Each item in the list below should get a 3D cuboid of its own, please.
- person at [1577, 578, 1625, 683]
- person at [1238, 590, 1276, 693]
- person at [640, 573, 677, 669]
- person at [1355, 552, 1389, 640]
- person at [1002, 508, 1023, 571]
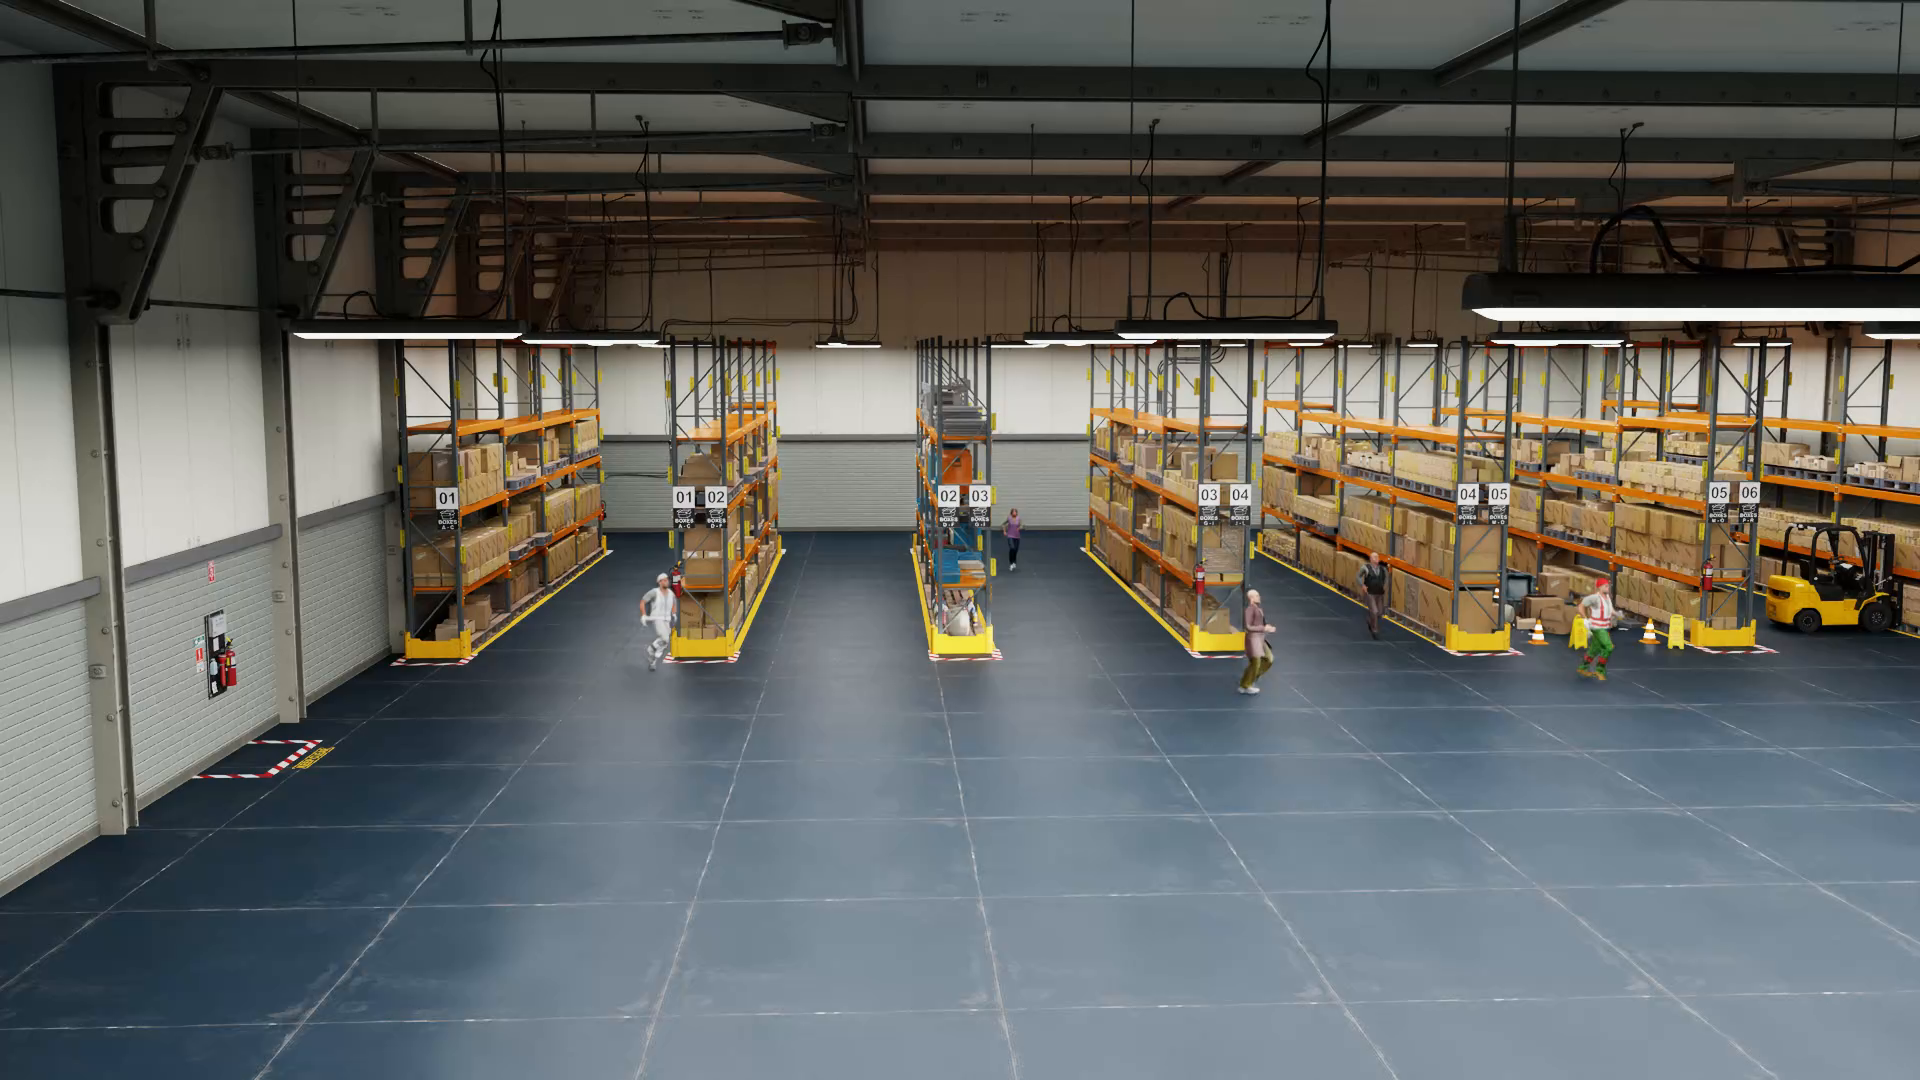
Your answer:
[{"bbox_3d":[11.142,1.568,28.926,0.768,1.834,0.637,6,9,44],"label":"person"},{"bbox_3d":[4.981,1.706,27.737,0.665,1.758,0.695,3,7,27],"label":"person"},{"bbox_3d":[-5.354,1.469,29.976,0.565,1.712,0.712,6,9,43],"label":"person"},{"bbox_3d":[8.267,1.099,33.293,0.669,1.714,0.767,-1,7,-11],"label":"person"},{"bbox_3d":[1.400,-0.025,43.635,0.504,1.644,0.711,-1,7,-13],"label":"person"}]
